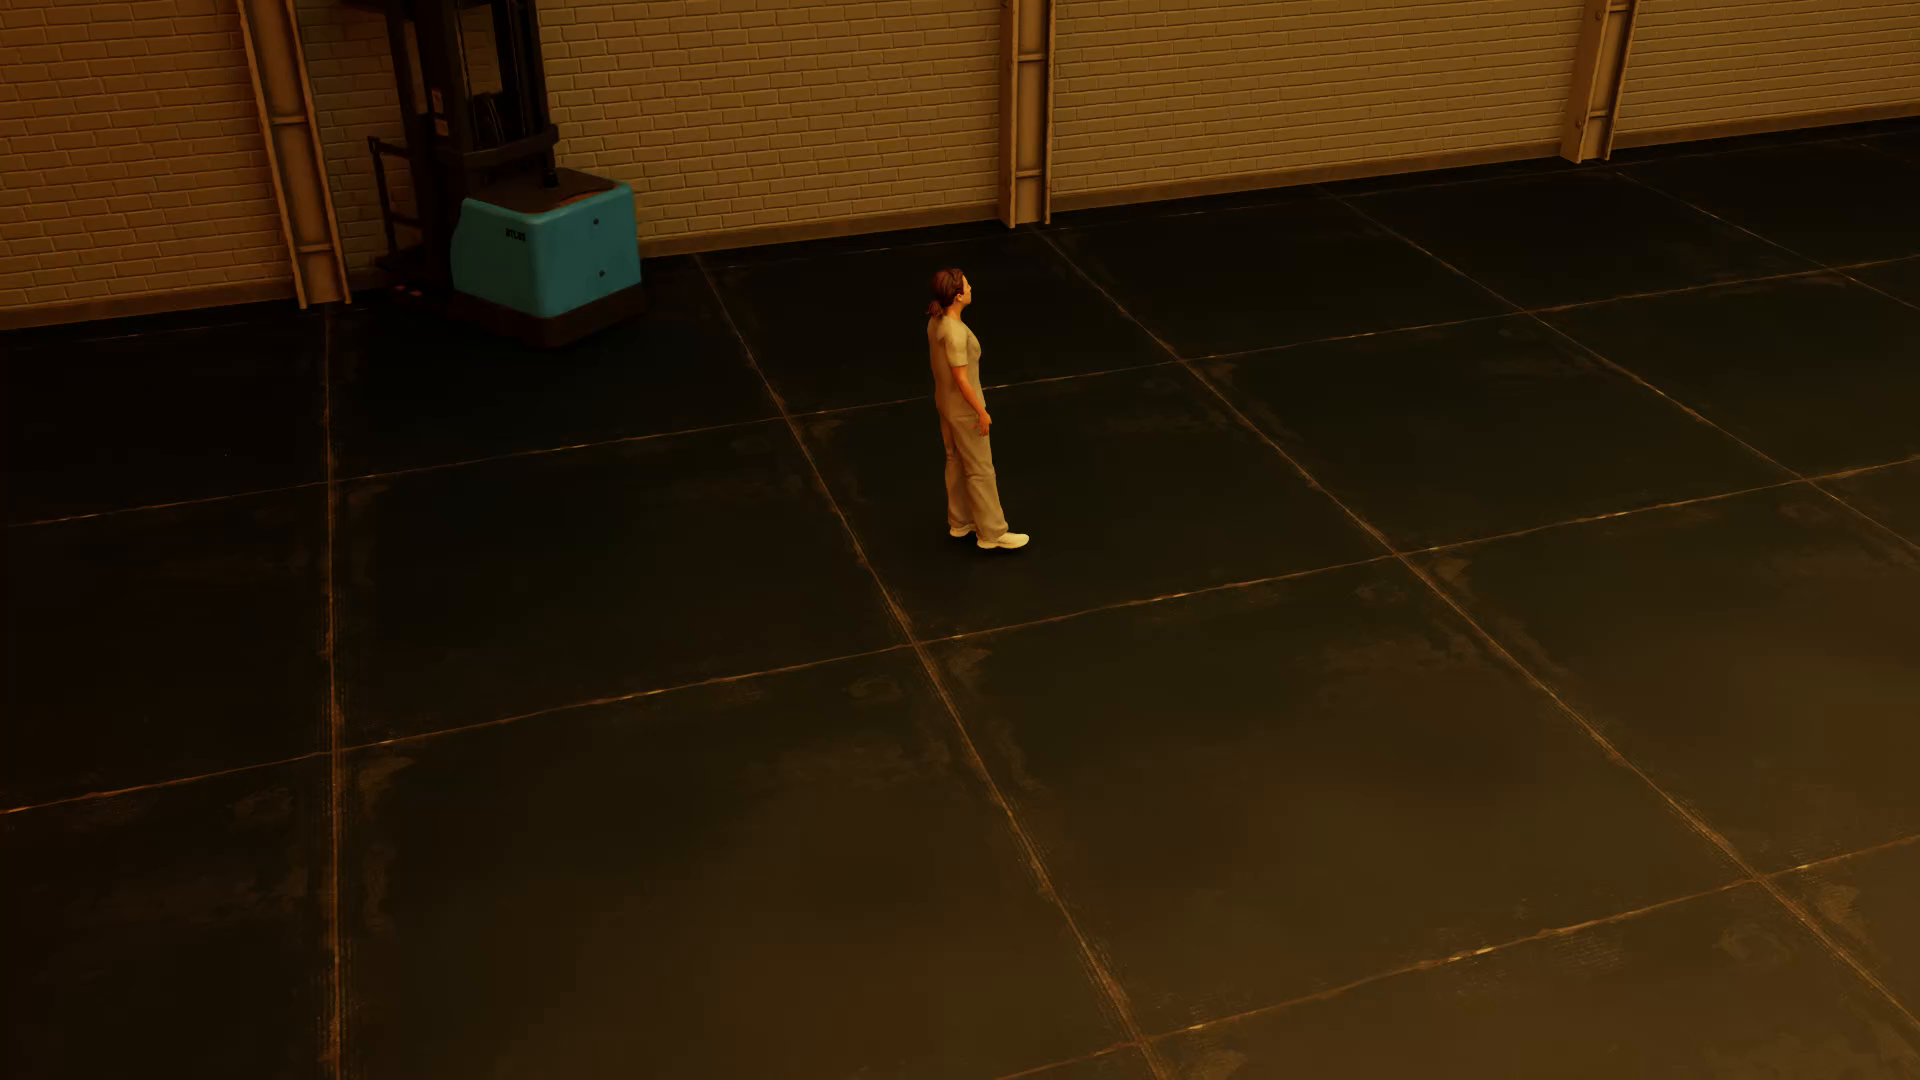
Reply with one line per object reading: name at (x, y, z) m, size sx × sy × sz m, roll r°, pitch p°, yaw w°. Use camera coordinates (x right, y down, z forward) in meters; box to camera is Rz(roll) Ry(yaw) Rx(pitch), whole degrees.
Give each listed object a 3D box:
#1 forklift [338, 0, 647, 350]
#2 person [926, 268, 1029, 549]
forklift at (-3.939, -3.265, 12.763) m, size 3.031 × 2.935 × 1.130 m, roll 20°, pitch 36°, yaw 31°
person at (0.074, -0.773, 9.593) m, size 0.547 × 1.673 × 0.549 m, roll -10°, pitch 31°, yaw -16°
